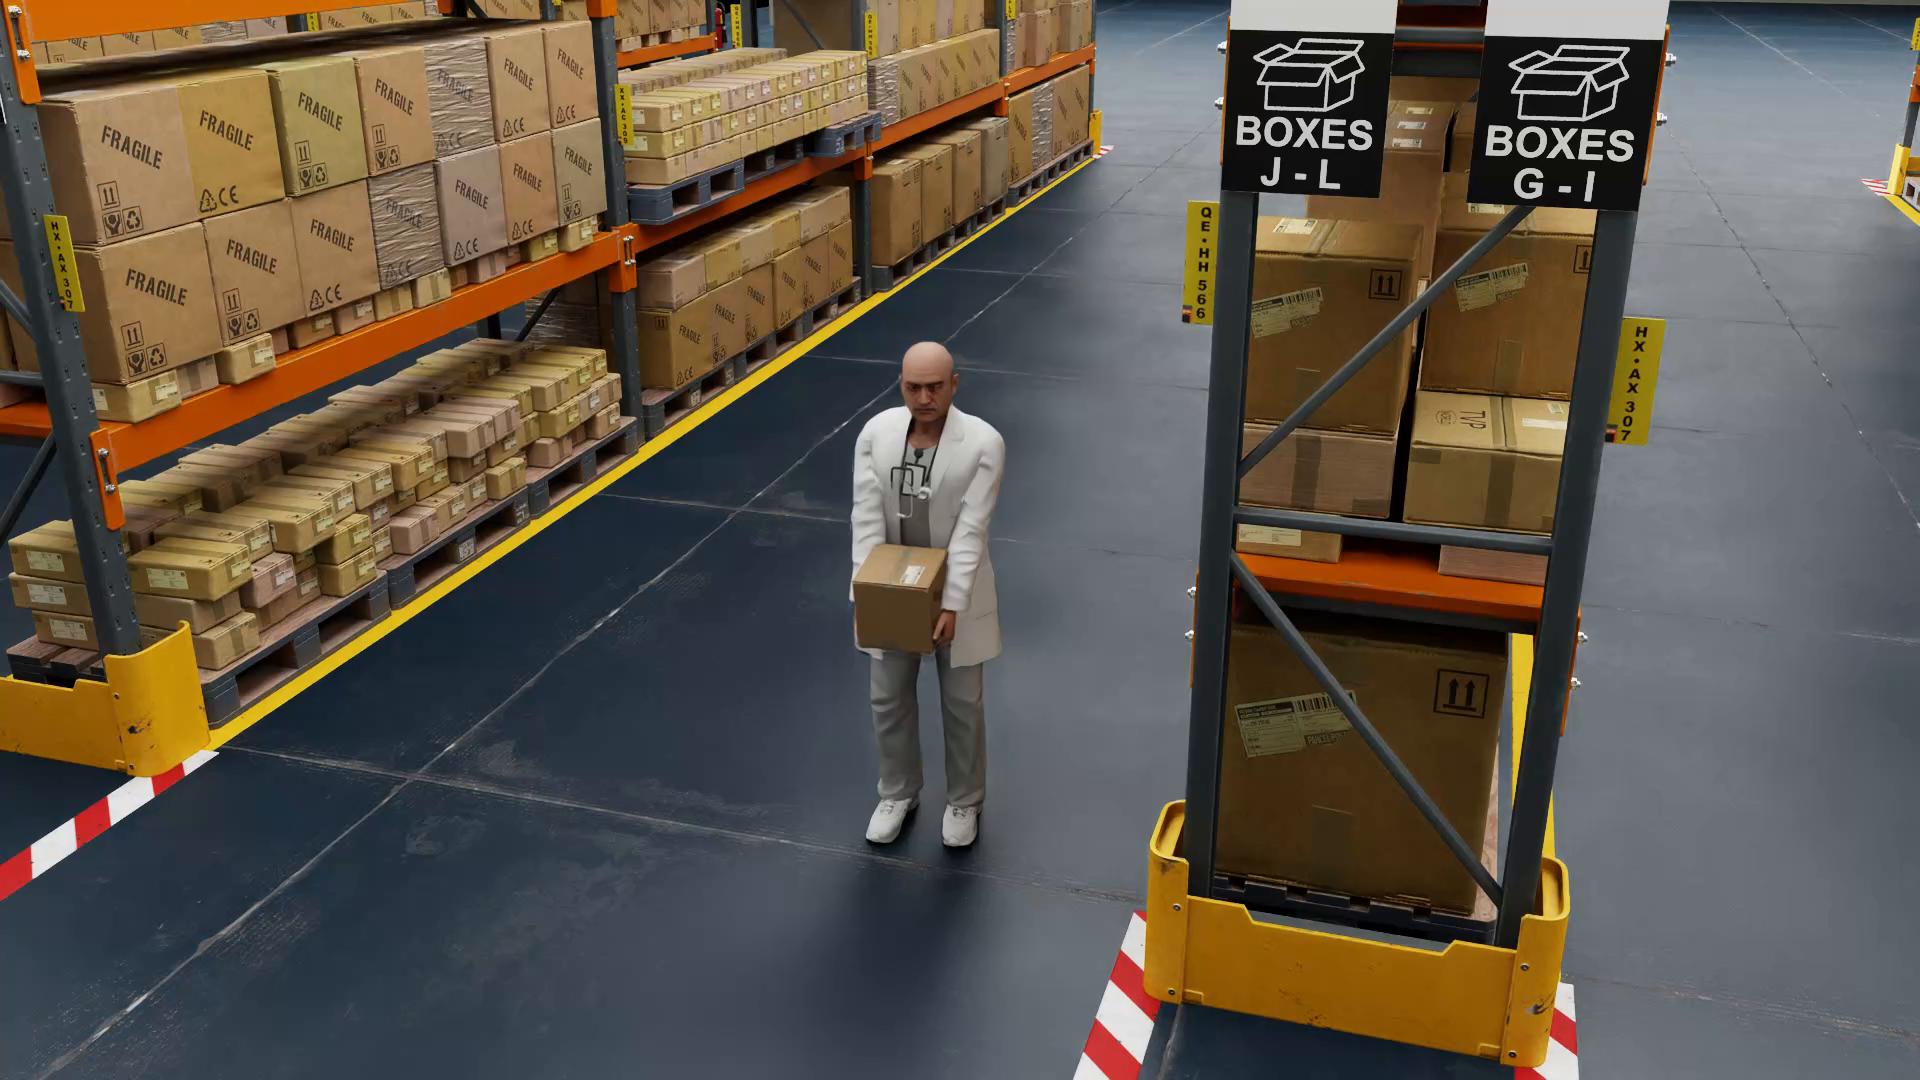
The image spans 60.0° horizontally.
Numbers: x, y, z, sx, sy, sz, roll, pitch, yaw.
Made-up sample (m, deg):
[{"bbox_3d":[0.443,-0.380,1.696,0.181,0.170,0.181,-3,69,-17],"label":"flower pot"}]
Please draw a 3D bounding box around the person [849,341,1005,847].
[{"bbox_3d":[-0.129,0.210,5.589,0.525,1.777,0.575,6,22,14],"label":"person"}]
